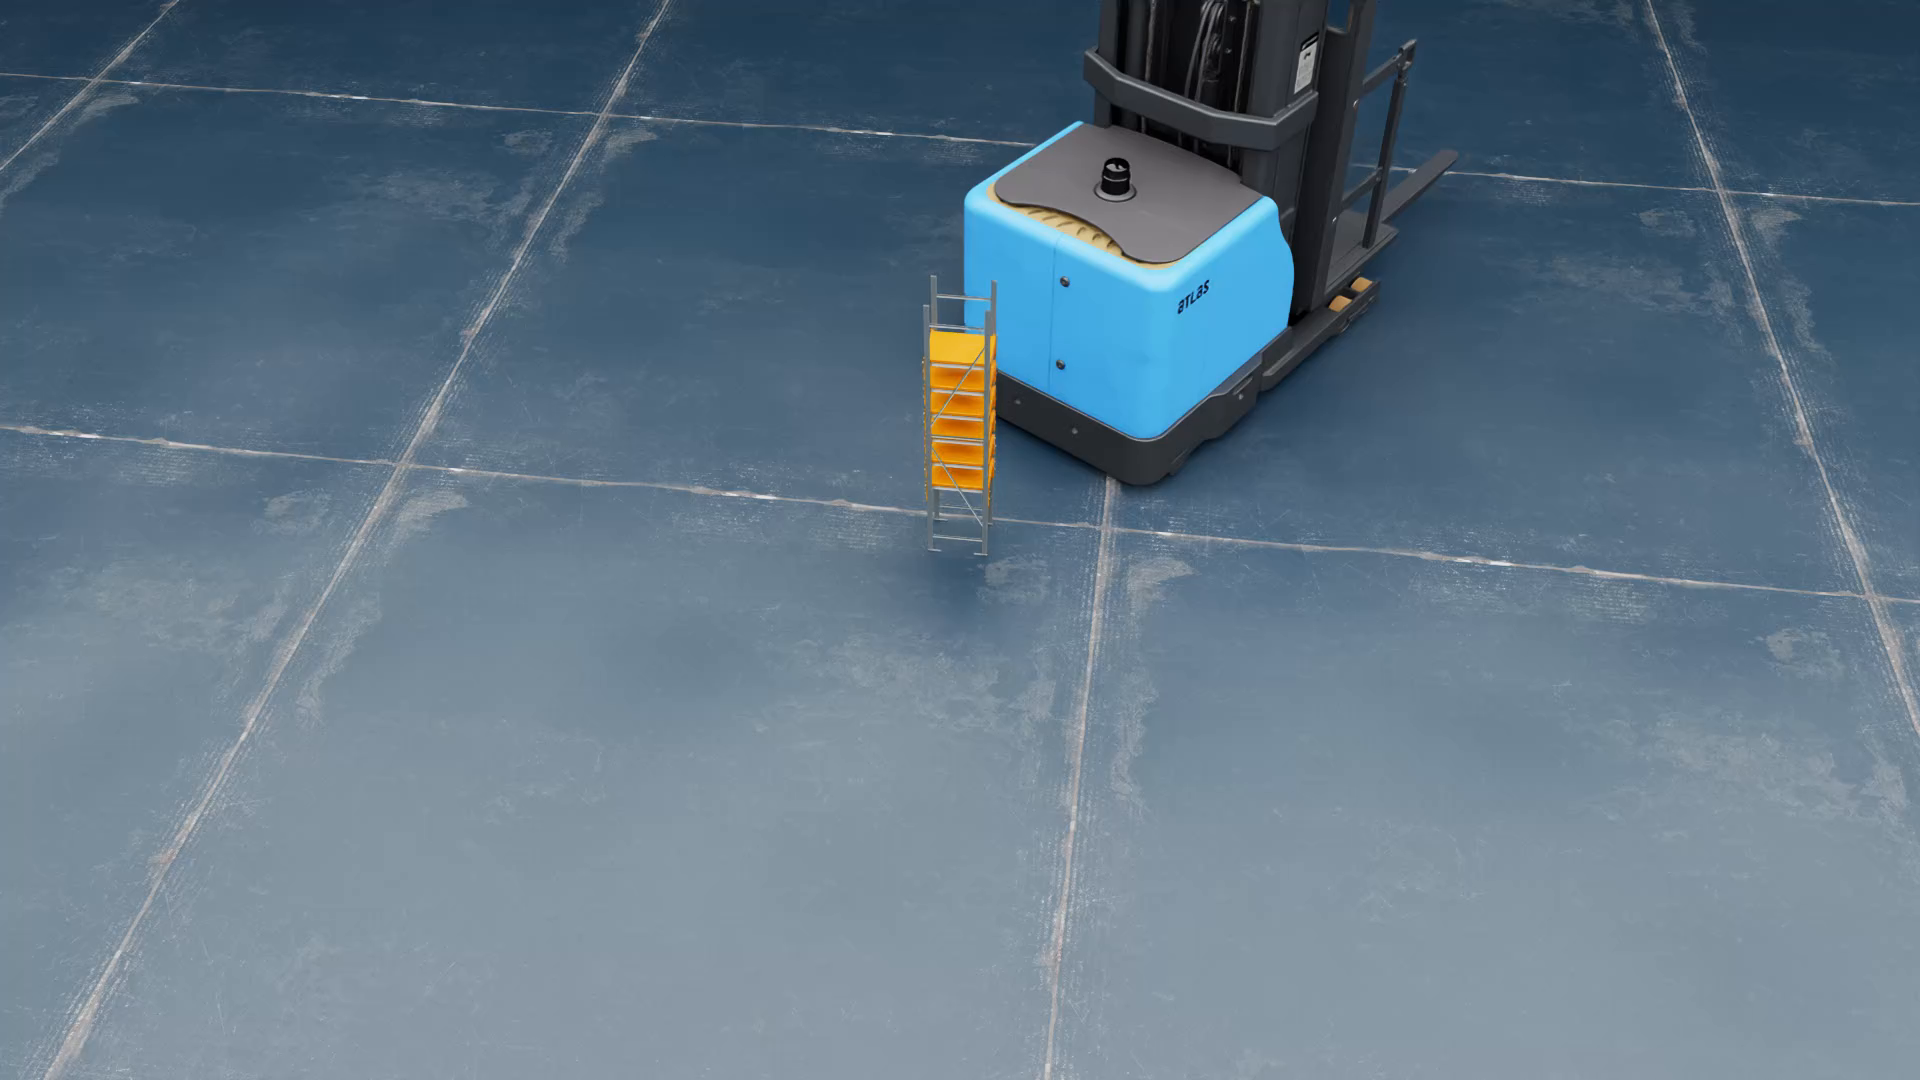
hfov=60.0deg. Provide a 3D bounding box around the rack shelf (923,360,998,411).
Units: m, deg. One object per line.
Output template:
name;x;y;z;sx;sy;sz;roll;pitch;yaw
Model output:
rack shelf;0.002;-0.588;6.213;0.258;0.103;0.180;5;44;6

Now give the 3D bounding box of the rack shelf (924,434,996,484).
rack shelf;0.002;-0.326;6.461;0.258;0.103;0.180;5;44;6

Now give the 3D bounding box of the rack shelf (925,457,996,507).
rack shelf;0.002;-0.239;6.543;0.258;0.103;0.180;5;44;6

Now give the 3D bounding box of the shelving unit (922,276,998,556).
shelving unit;0.002;-0.446;6.348;0.258;1.200;0.189;5;44;6

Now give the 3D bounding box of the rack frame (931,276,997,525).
rack frame;0.014;-0.508;6.414;0.240;1.200;0.006;5;44;6

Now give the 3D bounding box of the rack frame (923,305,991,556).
rack frame;-0.010;-0.383;6.282;0.240;1.200;0.006;5;44;6

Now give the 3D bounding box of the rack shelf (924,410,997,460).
rack shelf;0.002;-0.413;6.378;0.258;0.103;0.180;5;44;6

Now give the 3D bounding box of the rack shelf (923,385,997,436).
rack shelf;0.002;-0.500;6.296;0.258;0.103;0.180;5;44;6

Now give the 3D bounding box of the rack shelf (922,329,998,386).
rack shelf;0.002;-0.675;6.131;0.258;0.103;0.180;5;44;6

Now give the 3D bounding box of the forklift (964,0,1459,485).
forklift;1.332;-2.237;6.981;1.130;2.935;3.031;30;51;28
